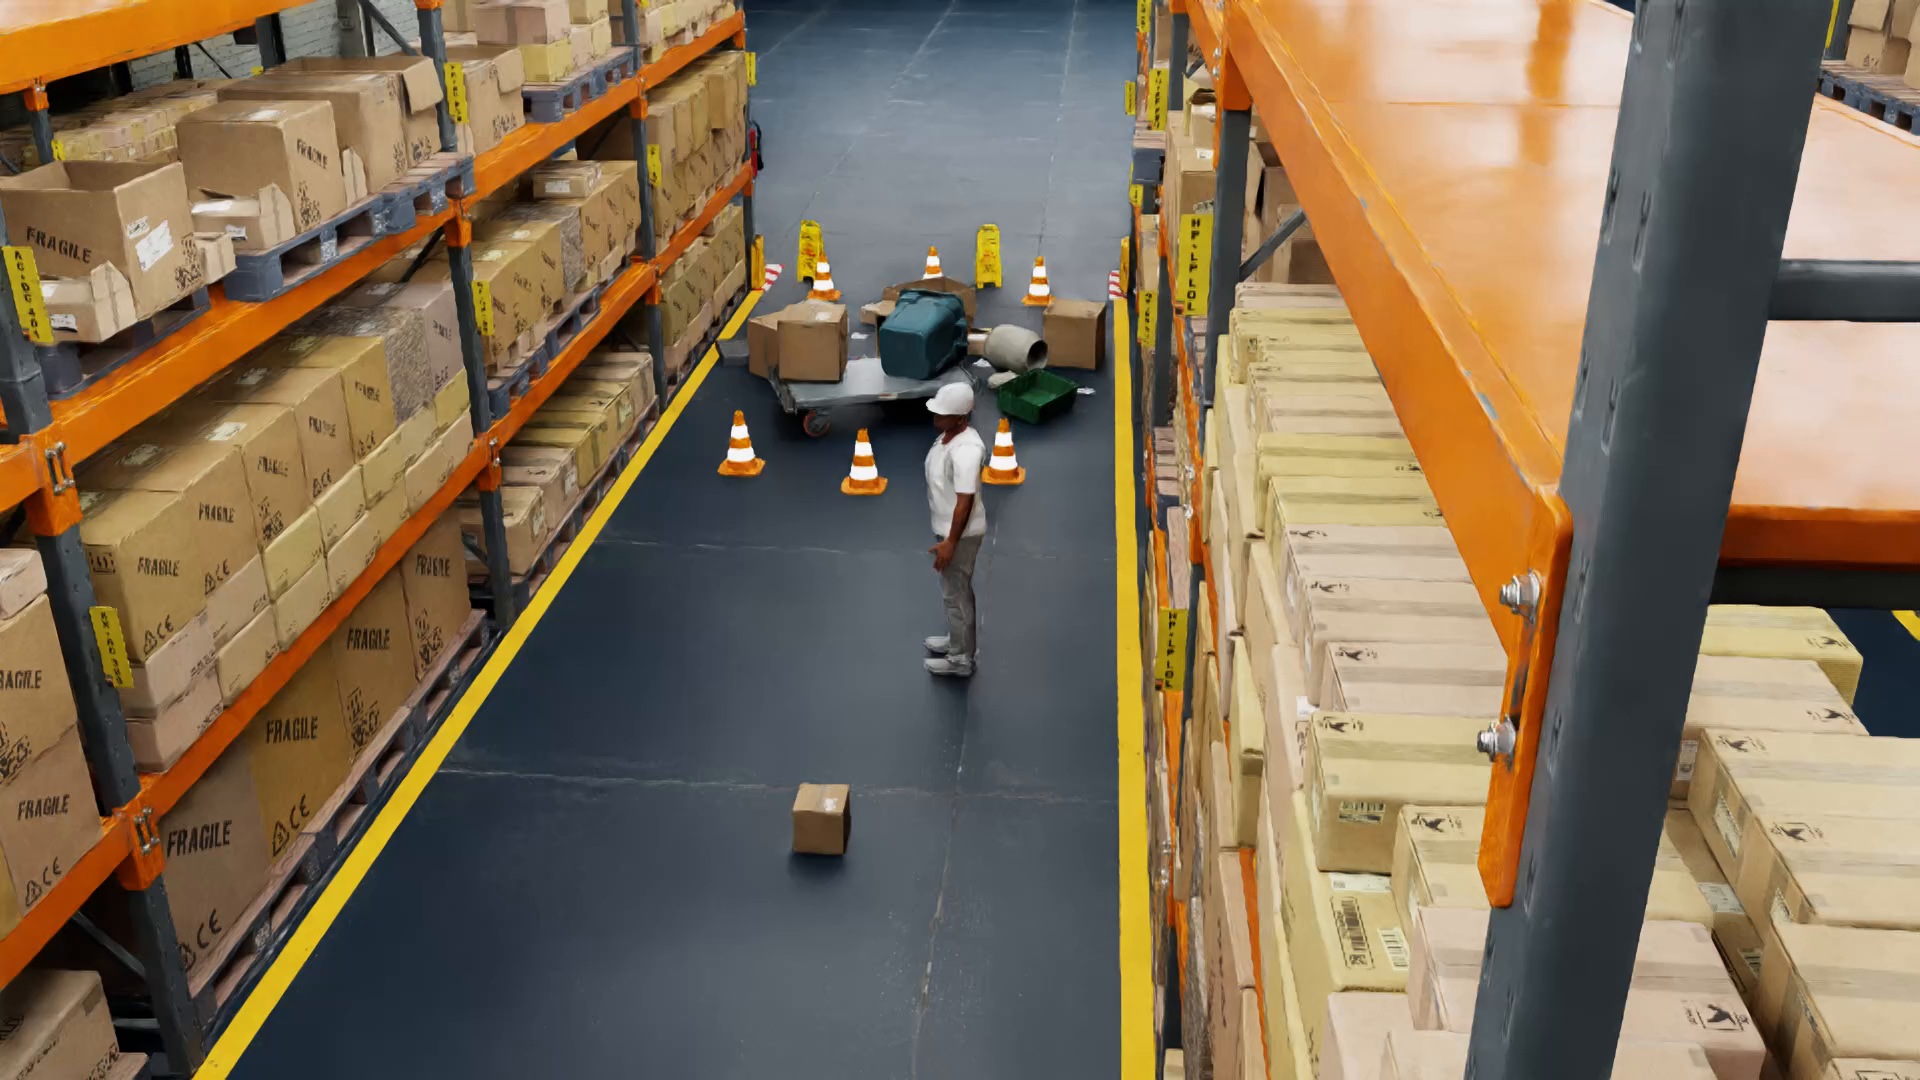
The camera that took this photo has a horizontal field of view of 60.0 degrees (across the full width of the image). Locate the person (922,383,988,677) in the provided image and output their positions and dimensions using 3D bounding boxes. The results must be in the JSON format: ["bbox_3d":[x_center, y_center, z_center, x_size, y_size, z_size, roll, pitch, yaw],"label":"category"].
[{"bbox_3d":[-0.046,-0.061,9.648,0.387,1.772,0.627,-4,25,-9],"label":"person"}]
